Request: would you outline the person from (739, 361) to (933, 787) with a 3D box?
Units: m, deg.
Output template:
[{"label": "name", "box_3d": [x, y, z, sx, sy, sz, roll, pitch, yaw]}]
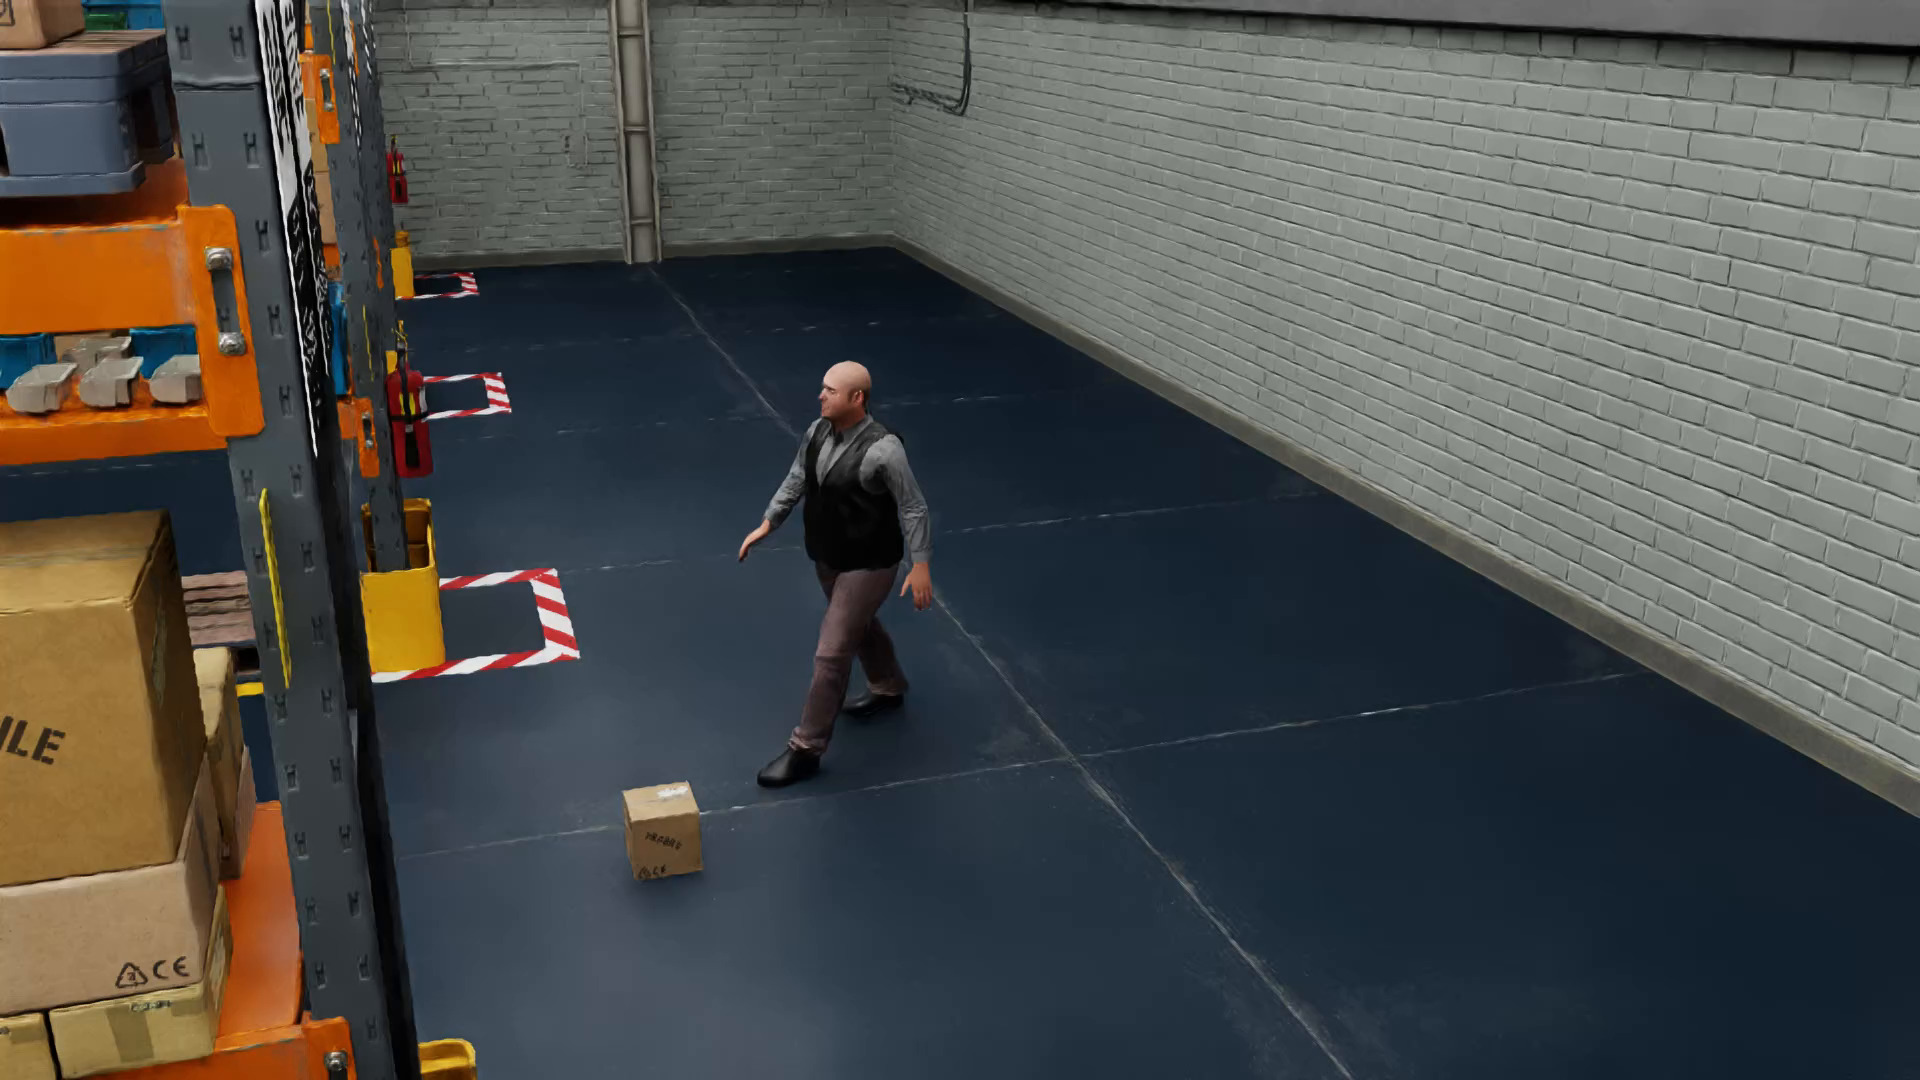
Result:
[{"label": "person", "box_3d": [-0.487, 0.141, 6.840, 0.958, 1.599, 0.713, -17, 25, -40]}]
